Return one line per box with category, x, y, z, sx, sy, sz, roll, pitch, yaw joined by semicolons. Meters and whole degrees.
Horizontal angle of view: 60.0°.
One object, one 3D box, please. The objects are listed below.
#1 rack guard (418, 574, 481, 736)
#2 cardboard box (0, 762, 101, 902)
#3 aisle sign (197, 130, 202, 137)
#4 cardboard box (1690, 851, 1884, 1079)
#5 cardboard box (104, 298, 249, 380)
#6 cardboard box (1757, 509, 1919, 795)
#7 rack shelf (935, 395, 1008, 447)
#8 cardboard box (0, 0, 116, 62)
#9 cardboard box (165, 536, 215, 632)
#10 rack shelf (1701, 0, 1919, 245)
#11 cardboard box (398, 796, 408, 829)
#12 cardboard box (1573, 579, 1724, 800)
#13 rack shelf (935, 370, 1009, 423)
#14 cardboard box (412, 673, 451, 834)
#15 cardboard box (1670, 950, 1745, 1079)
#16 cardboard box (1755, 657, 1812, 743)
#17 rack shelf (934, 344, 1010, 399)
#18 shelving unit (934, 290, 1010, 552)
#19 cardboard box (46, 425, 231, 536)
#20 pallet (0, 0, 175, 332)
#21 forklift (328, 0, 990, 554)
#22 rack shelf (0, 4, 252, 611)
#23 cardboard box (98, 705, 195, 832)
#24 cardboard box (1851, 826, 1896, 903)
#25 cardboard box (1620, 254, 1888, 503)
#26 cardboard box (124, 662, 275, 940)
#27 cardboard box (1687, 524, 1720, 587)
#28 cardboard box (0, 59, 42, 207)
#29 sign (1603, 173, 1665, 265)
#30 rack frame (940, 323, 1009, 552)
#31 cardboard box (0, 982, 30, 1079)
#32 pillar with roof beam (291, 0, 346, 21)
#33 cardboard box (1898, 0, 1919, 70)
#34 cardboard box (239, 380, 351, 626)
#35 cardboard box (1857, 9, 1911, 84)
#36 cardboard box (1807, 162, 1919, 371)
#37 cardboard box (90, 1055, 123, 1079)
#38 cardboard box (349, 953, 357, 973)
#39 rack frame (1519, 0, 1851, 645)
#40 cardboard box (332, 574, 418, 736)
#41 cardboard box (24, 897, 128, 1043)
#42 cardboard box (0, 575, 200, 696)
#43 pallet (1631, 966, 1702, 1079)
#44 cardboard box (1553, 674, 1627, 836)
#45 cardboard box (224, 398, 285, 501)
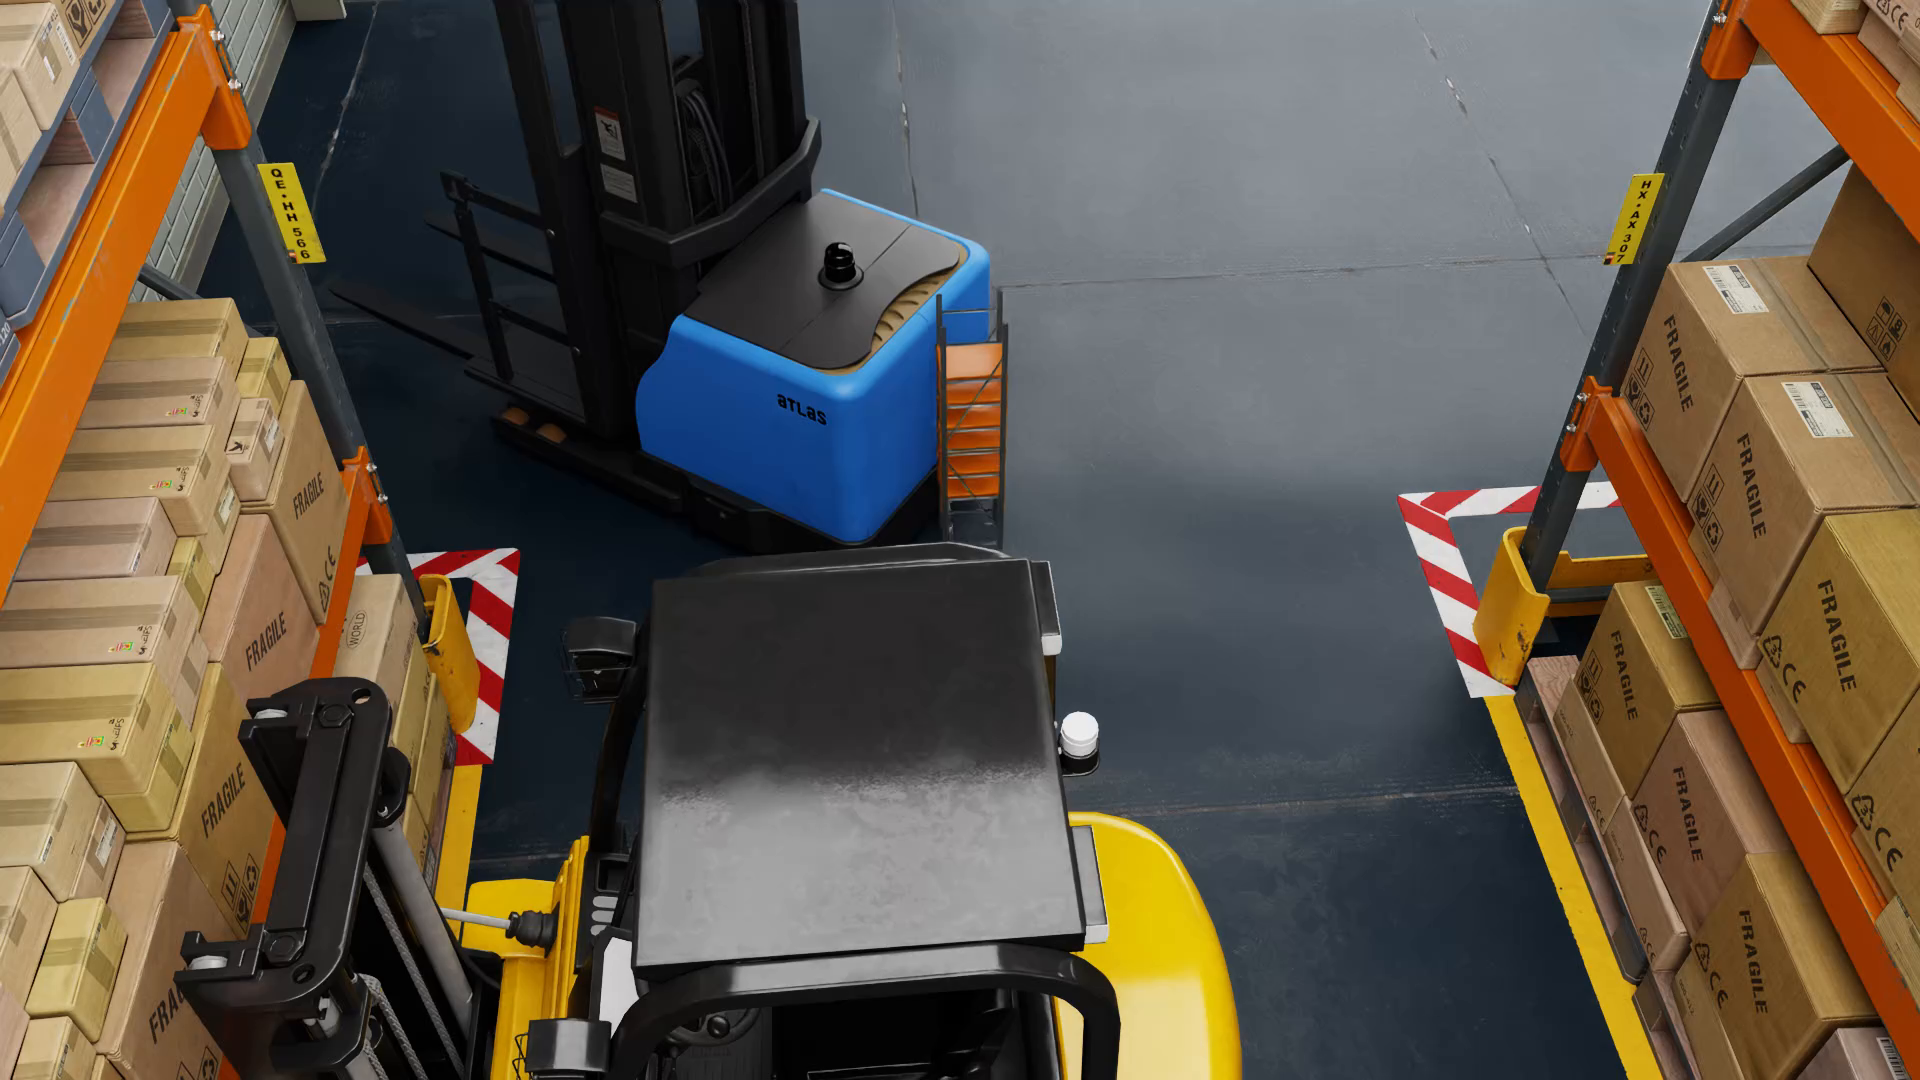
rack guard;-2.381;0.450;5.979;1.175;0.500;0.348;-3;47;-3
cardboard box;-2.005;0.604;3.392;0.380;0.149;0.250;-3;47;-3
aisle sign;-2.092;-1.351;4.174;0.394;0.787;0.004;-3;47;-3
cardboard box;2.443;1.206;4.630;0.500;0.500;0.500;-3;47;-3
cardboard box;-2.139;-0.506;4.442;0.380;0.149;0.250;-3;47;-3
cardboard box;2.420;0.269;4.155;0.500;0.500;0.500;-4;47;-4
rack shelf;0.042;-0.456;6.252;0.258;0.103;0.180;-4;47;-3
cardboard box;-2.099;-1.331;3.452;0.500;0.500;0.500;-2;47;-2
cardboard box;-2.050;0.139;4.037;0.380;0.149;0.250;-4;47;-4
rack shelf;2.734;-0.034;3.145;1.077;0.370;4.000;-3;47;-3
cardboard box;-1.996;0.934;5.060;0.500;0.250;0.500;-4;47;-4
cardboard box;2.361;0.464;5.332;0.500;0.500;0.500;-5;47;-5
rack shelf;0.042;-0.539;6.165;0.258;0.103;0.180;-4;47;-3
cardboard box;-2.025;0.730;5.598;0.500;0.250;0.500;-3;47;-3
cardboard box;2.452;1.469;4.898;0.500;0.250;0.500;-1;47;-1
cardboard box;2.396;0.398;4.480;0.380;0.149;0.250;-2;47;-2
rack shelf;0.042;-0.622;6.078;0.258;0.103;0.180;-4;47;-3
shelving unit;0.042;-0.405;6.307;0.258;1.200;0.189;-4;47;-3
cardboard box;-2.039;-0.141;4.097;0.380;0.149;0.250;-3;47;-2
pallet;-2.346;-0.880;3.512;1.003;0.211;1.213;-3;47;-3
forklift;-1.397;-1.641;6.286;3.031;2.935;1.130;24;51;21
rack shelf;-2.212;0.271;2.857;1.077;0.370;4.000;-3;47;-3
cardboard box;-1.939;0.511;3.685;0.380;0.149;0.250;-3;47;-3
cardboard box;2.470;0.778;4.120;0.380;0.149;0.250;-5;47;-4
cardboard box;2.330;-0.474;4.859;0.500;0.500;0.500;-4;47;-4
cardboard box;-1.999;0.660;3.990;0.500;0.500;0.500;-4;47;-4
cardboard box;2.365;0.027;4.832;0.380;0.149;0.250;-5;47;-5
cardboard box;-1.986;-0.792;3.102;0.396;0.266;0.258;-3;47;-3
sign;2.026;-0.961;4.998;0.100;0.325;0.005;-3;47;-3
rack frame;0.051;-0.338;6.244;0.240;1.200;0.006;-4;47;-3
cardboard box;-1.962;0.966;3.048;0.380;0.149;0.250;-4;47;-3
pillar with roof beam;0.568;-6.499;6.707;9.100;9.000;0.400;-3;47;-3
cardboard box;2.376;-1.034;3.496;0.500;0.250;0.500;-4;47;-4
cardboard box;-2.077;-0.086;4.697;0.500;0.500;0.500;-4;47;-4
cardboard box;2.382;-1.197;3.925;0.380;0.149;0.250;-5;47;-5
cardboard box;2.827;-0.821;4.499;0.700;0.500;0.500;-5;47;-4
cardboard box;-1.925;1.388;3.300;0.500;0.500;0.500;-4;47;-4
cardboard box;-1.929;1.113;4.546;0.500;0.250;0.500;-3;47;-3
rack frame;2.567;-0.697;5.344;1.000;3.000;0.127;-3;47;-3
cardboard box;-2.030;0.379;5.241;0.500;0.250;0.500;-2;47;-2
cardboard box;-1.919;0.878;3.337;0.380;0.149;0.250;-4;47;-4
cardboard box;-1.960;0.225;3.750;0.380;0.149;0.250;-2;47;-2
pallet;2.705;1.788;4.911;1.003;0.211;1.213;-3;47;-3
cardboard box;2.359;0.705;5.621;0.500;0.250;0.500;-4;47;-4
cardboard box;-2.020;-0.233;4.389;0.380;0.149;0.250;-3;47;-3
